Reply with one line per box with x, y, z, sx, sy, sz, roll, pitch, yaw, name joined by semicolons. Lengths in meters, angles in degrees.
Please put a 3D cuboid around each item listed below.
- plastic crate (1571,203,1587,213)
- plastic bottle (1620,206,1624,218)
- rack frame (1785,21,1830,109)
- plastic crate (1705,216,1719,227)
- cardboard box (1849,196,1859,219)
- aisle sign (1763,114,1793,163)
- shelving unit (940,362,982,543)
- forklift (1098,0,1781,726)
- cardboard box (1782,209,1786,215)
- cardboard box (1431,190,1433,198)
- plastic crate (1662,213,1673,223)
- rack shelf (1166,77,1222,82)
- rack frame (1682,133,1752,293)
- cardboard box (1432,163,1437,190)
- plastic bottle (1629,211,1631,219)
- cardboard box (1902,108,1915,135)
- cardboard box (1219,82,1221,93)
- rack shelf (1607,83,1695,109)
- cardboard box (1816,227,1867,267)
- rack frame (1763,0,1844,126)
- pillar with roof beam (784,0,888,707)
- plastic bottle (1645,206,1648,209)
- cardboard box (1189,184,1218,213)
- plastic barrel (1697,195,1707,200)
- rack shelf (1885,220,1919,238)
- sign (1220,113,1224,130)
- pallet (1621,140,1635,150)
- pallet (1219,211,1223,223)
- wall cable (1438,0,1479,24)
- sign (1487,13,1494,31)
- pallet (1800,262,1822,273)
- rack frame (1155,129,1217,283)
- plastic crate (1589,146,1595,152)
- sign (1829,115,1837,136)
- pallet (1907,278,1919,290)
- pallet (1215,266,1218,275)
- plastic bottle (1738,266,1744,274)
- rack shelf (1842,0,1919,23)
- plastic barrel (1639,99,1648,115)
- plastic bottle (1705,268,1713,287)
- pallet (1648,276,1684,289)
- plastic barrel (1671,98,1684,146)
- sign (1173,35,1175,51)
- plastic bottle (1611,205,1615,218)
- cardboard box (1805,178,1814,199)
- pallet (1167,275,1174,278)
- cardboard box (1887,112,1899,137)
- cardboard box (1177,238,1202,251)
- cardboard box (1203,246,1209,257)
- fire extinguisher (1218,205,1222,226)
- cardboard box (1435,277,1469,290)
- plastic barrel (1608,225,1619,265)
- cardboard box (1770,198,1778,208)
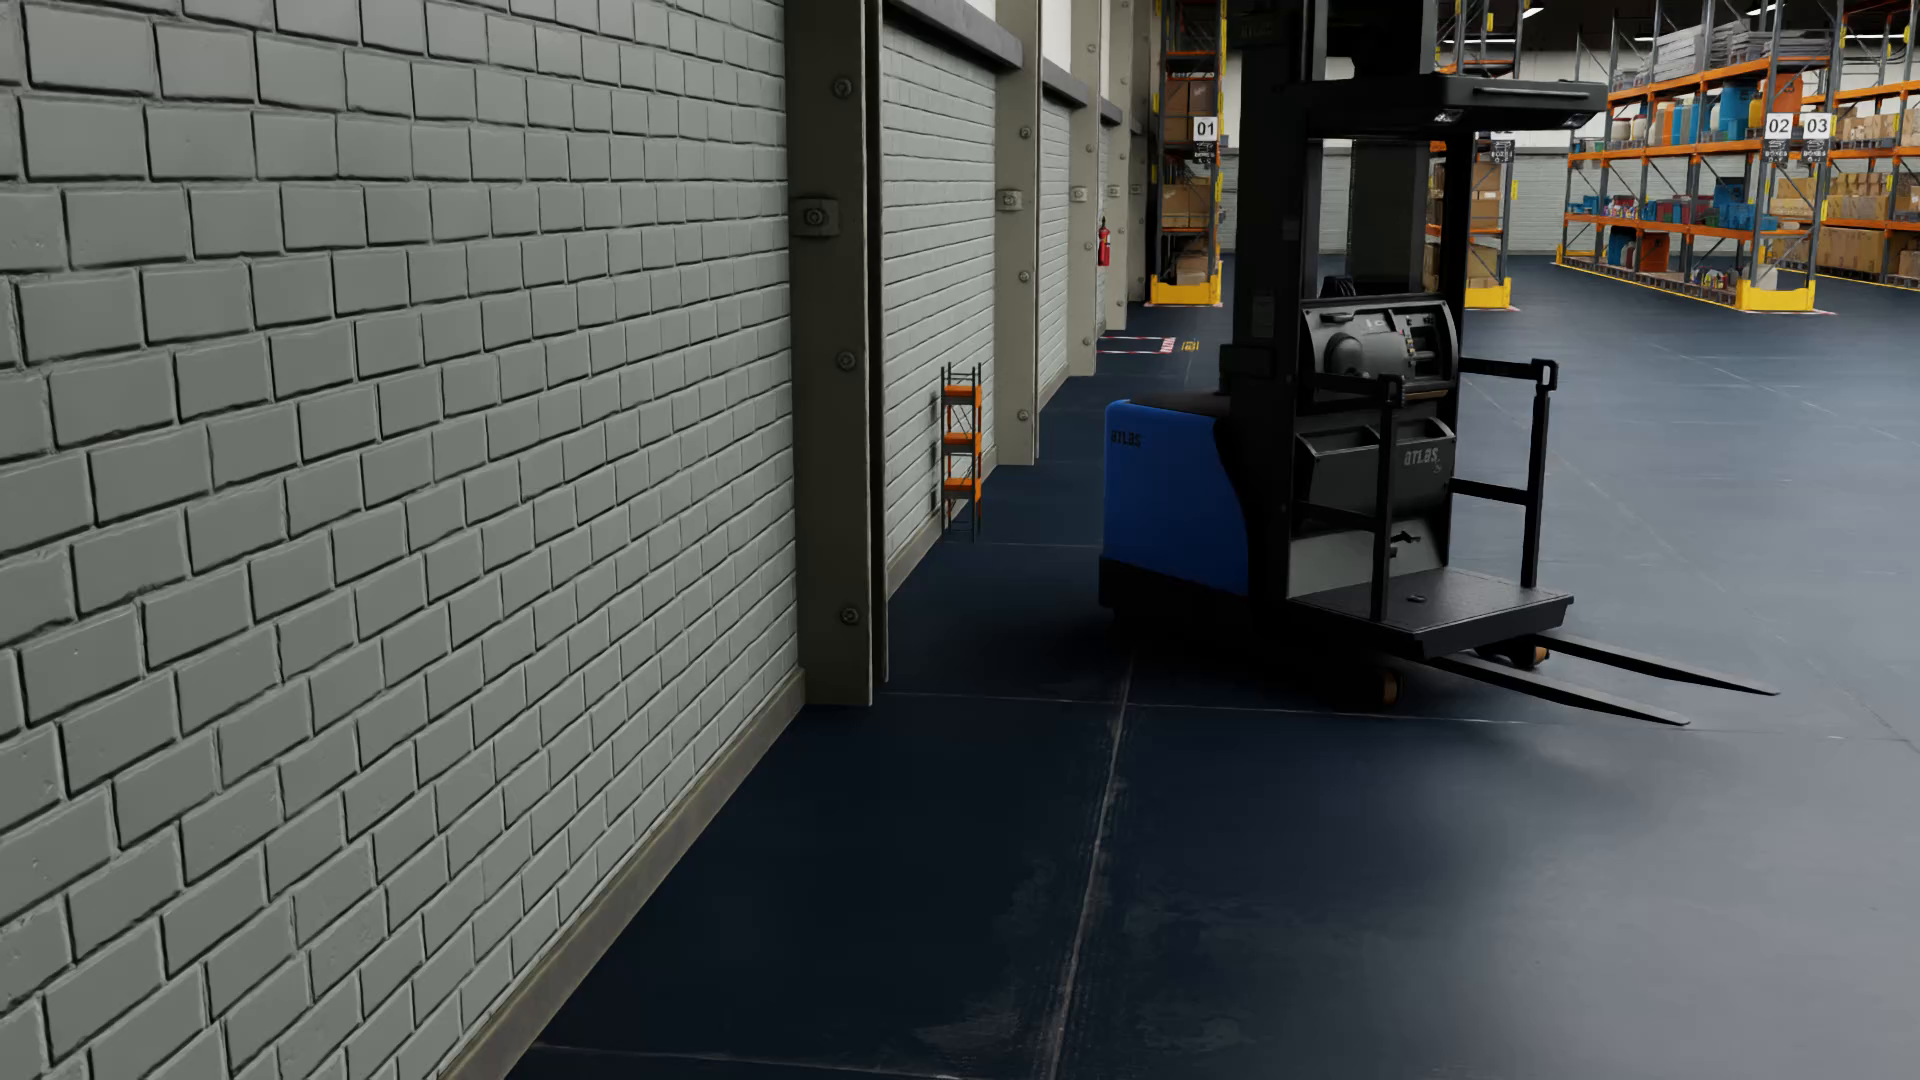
15.732;-8.431;42.249;0.416;0.233;0.300;2;12;9;plastic crate
14.831;-7.341;37.214;0.061;0.283;0.133;2;12;9;plastic bottle
21.090;-11.433;41.686;1.000;3.000;0.127;2;12;9;rack frame
13.863;-5.786;30.225;0.450;0.188;0.662;2;12;9;plastic crate
19.929;-7.313;36.568;0.500;0.500;0.500;2;12;10;cardboard box
13.431;-6.596;27.309;0.394;0.787;0.004;2;12;9;aisle sign
0.008;-0.524;9.934;0.215;1.050;0.252;2;12;9;shelving unit
1.948;-0.860;7.028;1.130;2.935;3.031;-9;15;-35;forklift
20.553;-8.101;41.059;0.380;0.149;0.250;2;12;8;cardboard box
9.186;-6.589;31.668;0.380;0.149;0.250;2;12;9;cardboard box
14.340;-6.431;33.219;0.450;0.188;0.662;2;12;9;plastic crate
4.869;-9.286;34.379;1.077;0.370;4.000;2;12;9;rack shelf
14.351;-6.163;31.472;1.000;3.000;0.127;2;12;9;rack frame
9.395;-6.915;31.643;0.700;0.500;0.500;2;12;9;cardboard box
14.723;-7.129;36.425;0.097;0.201;0.097;0;12;0;plastic bottle
19.533;-8.506;33.796;0.500;0.500;0.500;2;12;9;cardboard box
4.373;-7.840;29.476;0.500;0.500;0.500;2;12;8;cardboard box
15.273;-9.798;36.753;1.077;0.370;4.000;2;12;9;rack shelf
20.396;-6.701;38.013;1.225;0.875;0.875;2;12;9;cardboard box
13.735;-8.263;26.976;1.000;3.000;0.127;2;12;9;rack frame
3.762;-3.623;5.442;9.100;9.000;0.400;2;12;9;pillar with roof beam
15.524;-7.416;37.590;0.097;0.271;0.097;0;12;0;plastic bottle
4.317;-6.044;29.448;0.500;0.500;0.500;2;12;9;cardboard box
14.827;-6.574;33.057;0.433;0.535;0.433;0;12;0;plastic barrel
19.552;-6.067;32.735;1.077;0.370;4.000;2;12;9;rack shelf
5.099;-8.187;32.517;0.100;0.325;0.005;2;12;9;sign
15.386;-8.800;37.035;1.003;0.211;1.213;2;12;9;pallet
4.823;-6.545;33.698;1.003;0.211;1.213;2;12;9;pallet
13.361;-16.067;47.774;3.097;2.526;0.112;2;12;9;wall cable
10.001;-9.768;31.366;0.100;0.325;0.005;2;12;9;sign
20.669;-6.461;39.471;1.003;0.211;1.213;2;12;9;pallet
3.946;-5.652;29.098;1.000;3.000;0.127;2;12;9;rack frame
15.401;-9.443;40.197;0.293;0.136;0.466;2;12;9;plastic crate
14.278;-6.783;27.204;0.100;0.325;0.005;2;12;9;sign
19.548;-5.056;32.955;1.003;0.211;1.213;2;12;9;pallet
5.372;-6.115;37.869;1.003;0.211;1.213;2;12;9;pallet
14.507;-4.900;30.854;0.144;0.351;0.185;1;12;6;plastic bottle
20.167;-11.457;35.616;1.077;0.370;4.000;2;12;9;rack shelf
15.470;-9.385;37.115;0.600;0.901;0.708;2;12;9;plastic barrel
13.722;-4.801;30.394;0.144;0.351;0.185;2;12;8;plastic bottle
14.618;-5.220;33.712;1.003;0.211;1.213;2;12;9;pallet
14.416;-8.260;32.890;0.600;0.901;0.708;2;12;9;plastic barrel
4.628;-10.801;36.158;0.100;0.325;0.005;2;12;9;sign
14.967;-7.524;38.064;0.061;0.283;0.133;2;12;9;plastic bottle
20.363;-8.315;39.328;0.500;0.500;0.500;2;12;9;cardboard box
4.680;-5.283;34.007;1.003;0.211;1.213;2;12;9;pallet
19.883;-8.687;34.820;0.797;0.503;0.637;3;12;12;cardboard box
4.723;-6.089;34.239;0.500;0.250;0.500;2;12;7;cardboard box
5.117;-6.158;36.339;0.700;0.500;0.500;2;12;9;cardboard box
6.886;-8.779;44.676;0.296;0.674;0.183;2;12;9;fire extinguisher
8.632;-4.474;29.164;0.500;0.250;0.500;2;12;9;cardboard box
15.481;-6.895;38.853;0.600;0.901;0.708;2;12;9;plastic barrel
20.750;-8.482;41.880;0.500;0.250;0.500;2;12;7;cardboard box
